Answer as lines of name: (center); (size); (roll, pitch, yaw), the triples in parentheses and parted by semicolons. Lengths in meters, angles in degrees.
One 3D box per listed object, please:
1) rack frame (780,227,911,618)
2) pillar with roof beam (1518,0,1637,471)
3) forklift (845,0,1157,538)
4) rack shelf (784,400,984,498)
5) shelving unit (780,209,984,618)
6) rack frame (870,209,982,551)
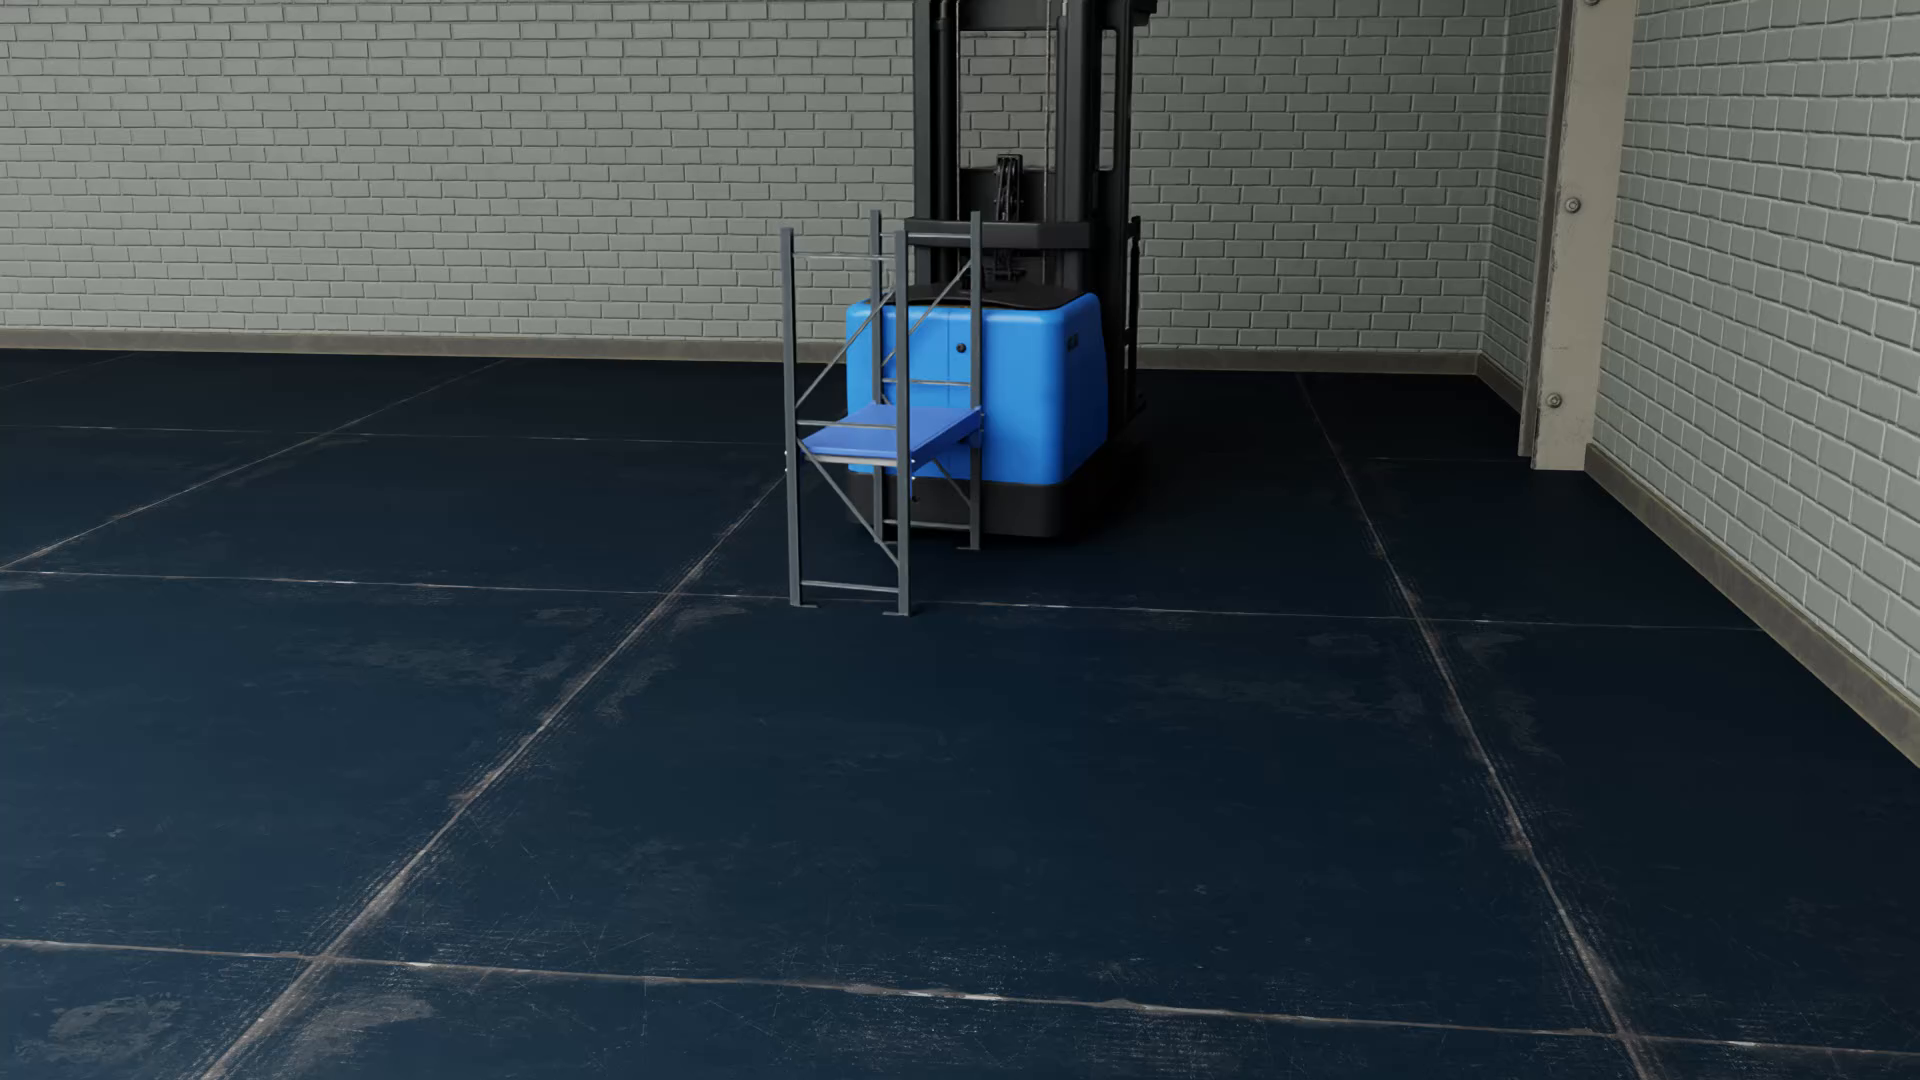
rack frame: (-0.436, -0.441, 6.418); (0.500, 1.500, 0.032); (4, 16, 16)
pillar with roof beam: (-0.971, -4.905, 8.562); (9.100, 9.000, 0.400); (2, 15, 6)
forklift: (0.375, -1.766, 8.579); (1.130, 2.935, 3.031); (4, 16, 16)
rack shelf: (-0.292, -0.394, 6.936); (0.538, 0.185, 1.000); (4, 16, 16)
shelving unit: (-0.292, -0.568, 6.889); (0.538, 1.500, 1.048); (4, 16, 16)
rack frame: (-0.148, -0.695, 7.359); (0.500, 1.500, 0.032); (4, 16, 16)
